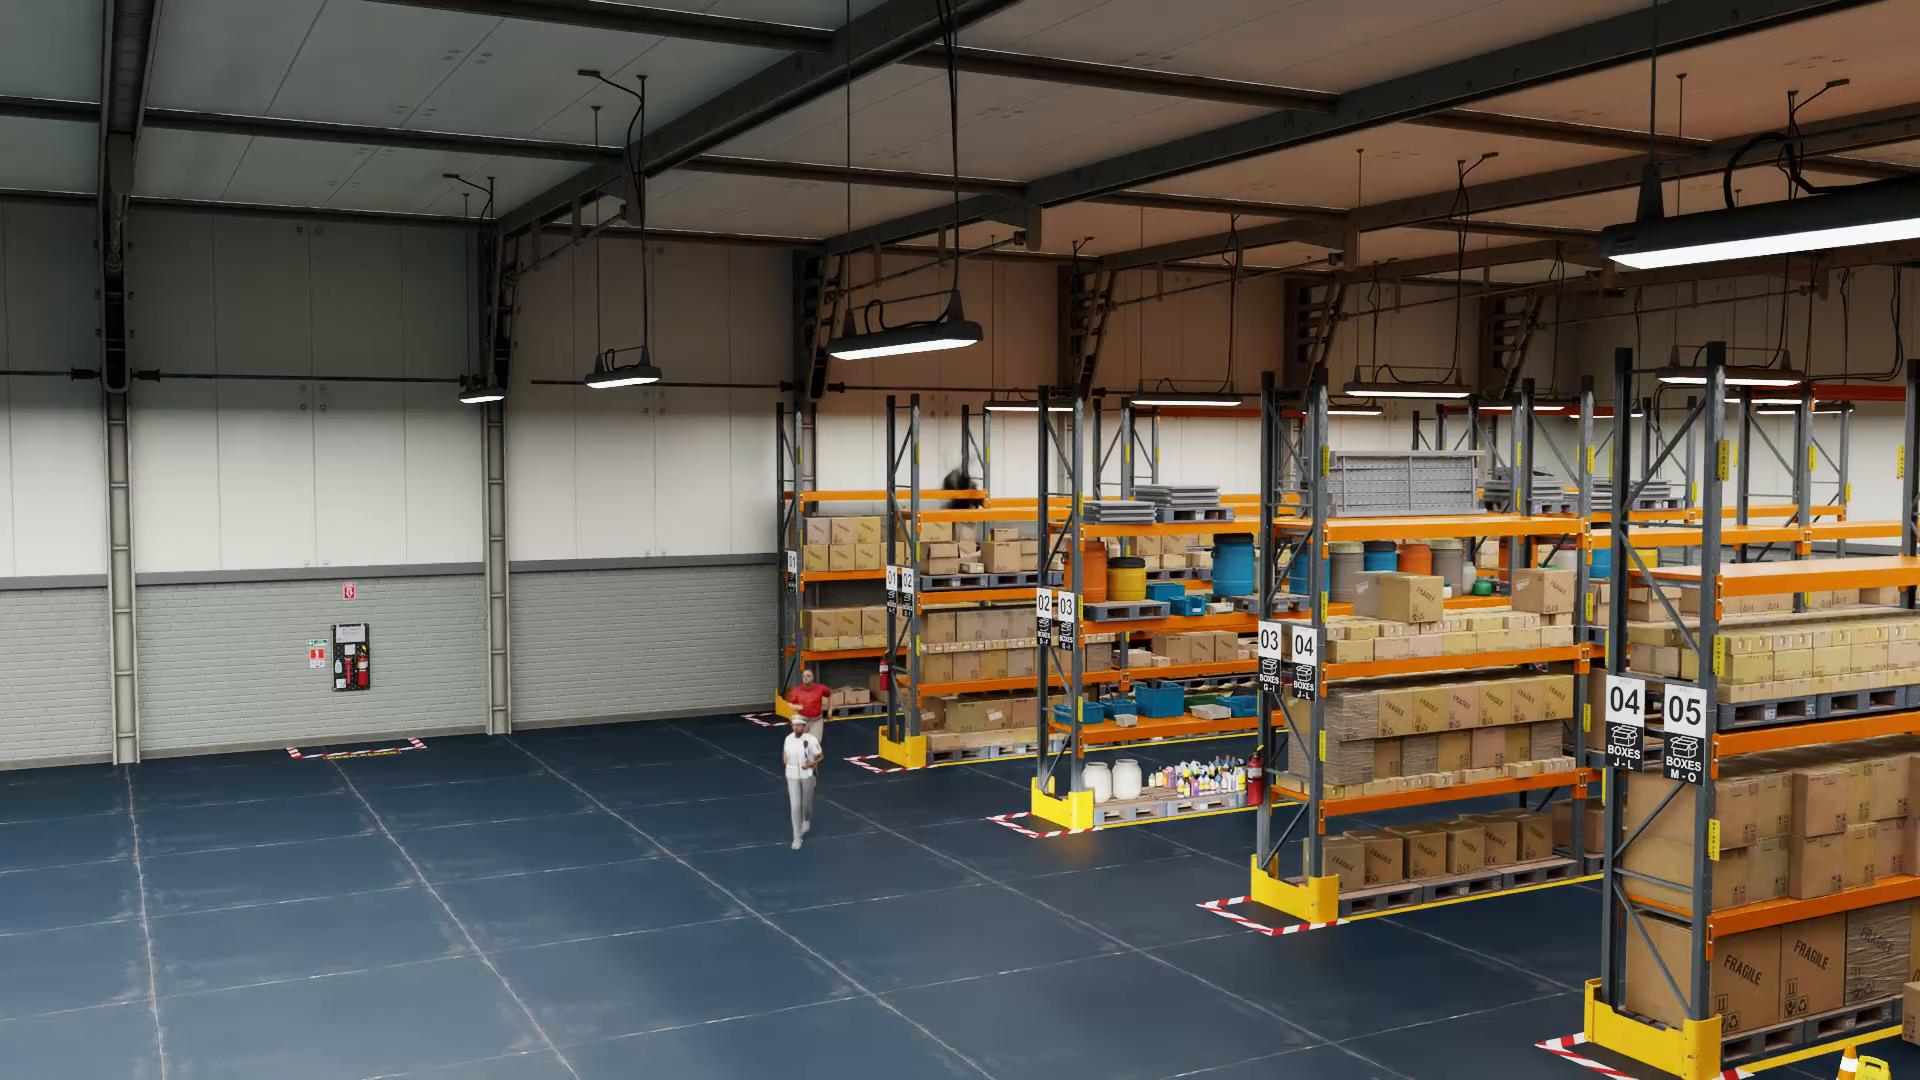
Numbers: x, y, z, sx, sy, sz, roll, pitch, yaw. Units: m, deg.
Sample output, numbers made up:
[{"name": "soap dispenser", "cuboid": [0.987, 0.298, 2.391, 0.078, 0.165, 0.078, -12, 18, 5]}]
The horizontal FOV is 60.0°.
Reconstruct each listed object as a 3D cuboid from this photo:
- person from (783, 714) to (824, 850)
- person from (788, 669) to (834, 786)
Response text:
[{"name": "person", "cuboid": [-2.049, 3.100, 21.647, 0.571, 1.710, 0.843, 0, 3, 4]}, {"name": "person", "cuboid": [-2.295, 2.866, 25.584, 0.672, 1.789, 0.929, 0, 3, 5]}]
